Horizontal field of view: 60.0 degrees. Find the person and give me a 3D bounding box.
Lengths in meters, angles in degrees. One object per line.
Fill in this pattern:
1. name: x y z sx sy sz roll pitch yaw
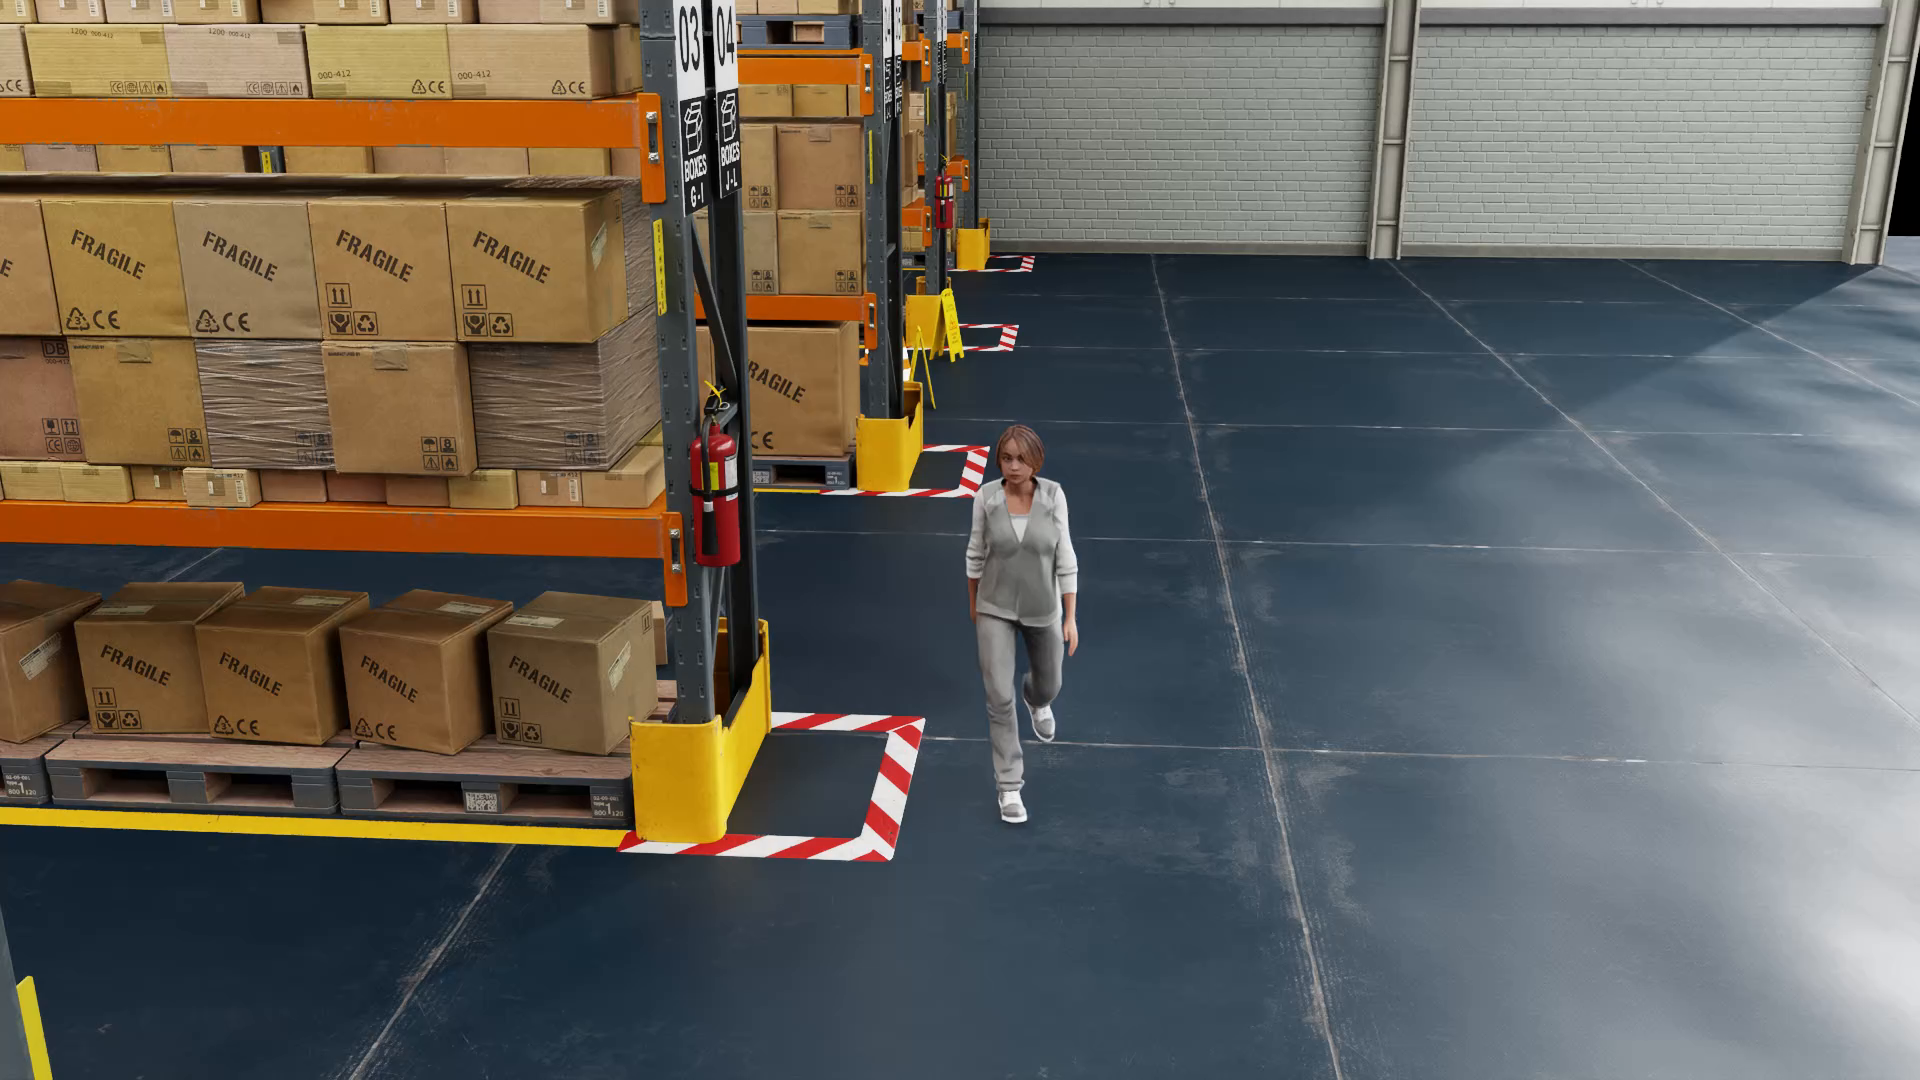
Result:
1. person: 0.243 0.268 6.725 0.440 1.549 0.875 0 18 0
